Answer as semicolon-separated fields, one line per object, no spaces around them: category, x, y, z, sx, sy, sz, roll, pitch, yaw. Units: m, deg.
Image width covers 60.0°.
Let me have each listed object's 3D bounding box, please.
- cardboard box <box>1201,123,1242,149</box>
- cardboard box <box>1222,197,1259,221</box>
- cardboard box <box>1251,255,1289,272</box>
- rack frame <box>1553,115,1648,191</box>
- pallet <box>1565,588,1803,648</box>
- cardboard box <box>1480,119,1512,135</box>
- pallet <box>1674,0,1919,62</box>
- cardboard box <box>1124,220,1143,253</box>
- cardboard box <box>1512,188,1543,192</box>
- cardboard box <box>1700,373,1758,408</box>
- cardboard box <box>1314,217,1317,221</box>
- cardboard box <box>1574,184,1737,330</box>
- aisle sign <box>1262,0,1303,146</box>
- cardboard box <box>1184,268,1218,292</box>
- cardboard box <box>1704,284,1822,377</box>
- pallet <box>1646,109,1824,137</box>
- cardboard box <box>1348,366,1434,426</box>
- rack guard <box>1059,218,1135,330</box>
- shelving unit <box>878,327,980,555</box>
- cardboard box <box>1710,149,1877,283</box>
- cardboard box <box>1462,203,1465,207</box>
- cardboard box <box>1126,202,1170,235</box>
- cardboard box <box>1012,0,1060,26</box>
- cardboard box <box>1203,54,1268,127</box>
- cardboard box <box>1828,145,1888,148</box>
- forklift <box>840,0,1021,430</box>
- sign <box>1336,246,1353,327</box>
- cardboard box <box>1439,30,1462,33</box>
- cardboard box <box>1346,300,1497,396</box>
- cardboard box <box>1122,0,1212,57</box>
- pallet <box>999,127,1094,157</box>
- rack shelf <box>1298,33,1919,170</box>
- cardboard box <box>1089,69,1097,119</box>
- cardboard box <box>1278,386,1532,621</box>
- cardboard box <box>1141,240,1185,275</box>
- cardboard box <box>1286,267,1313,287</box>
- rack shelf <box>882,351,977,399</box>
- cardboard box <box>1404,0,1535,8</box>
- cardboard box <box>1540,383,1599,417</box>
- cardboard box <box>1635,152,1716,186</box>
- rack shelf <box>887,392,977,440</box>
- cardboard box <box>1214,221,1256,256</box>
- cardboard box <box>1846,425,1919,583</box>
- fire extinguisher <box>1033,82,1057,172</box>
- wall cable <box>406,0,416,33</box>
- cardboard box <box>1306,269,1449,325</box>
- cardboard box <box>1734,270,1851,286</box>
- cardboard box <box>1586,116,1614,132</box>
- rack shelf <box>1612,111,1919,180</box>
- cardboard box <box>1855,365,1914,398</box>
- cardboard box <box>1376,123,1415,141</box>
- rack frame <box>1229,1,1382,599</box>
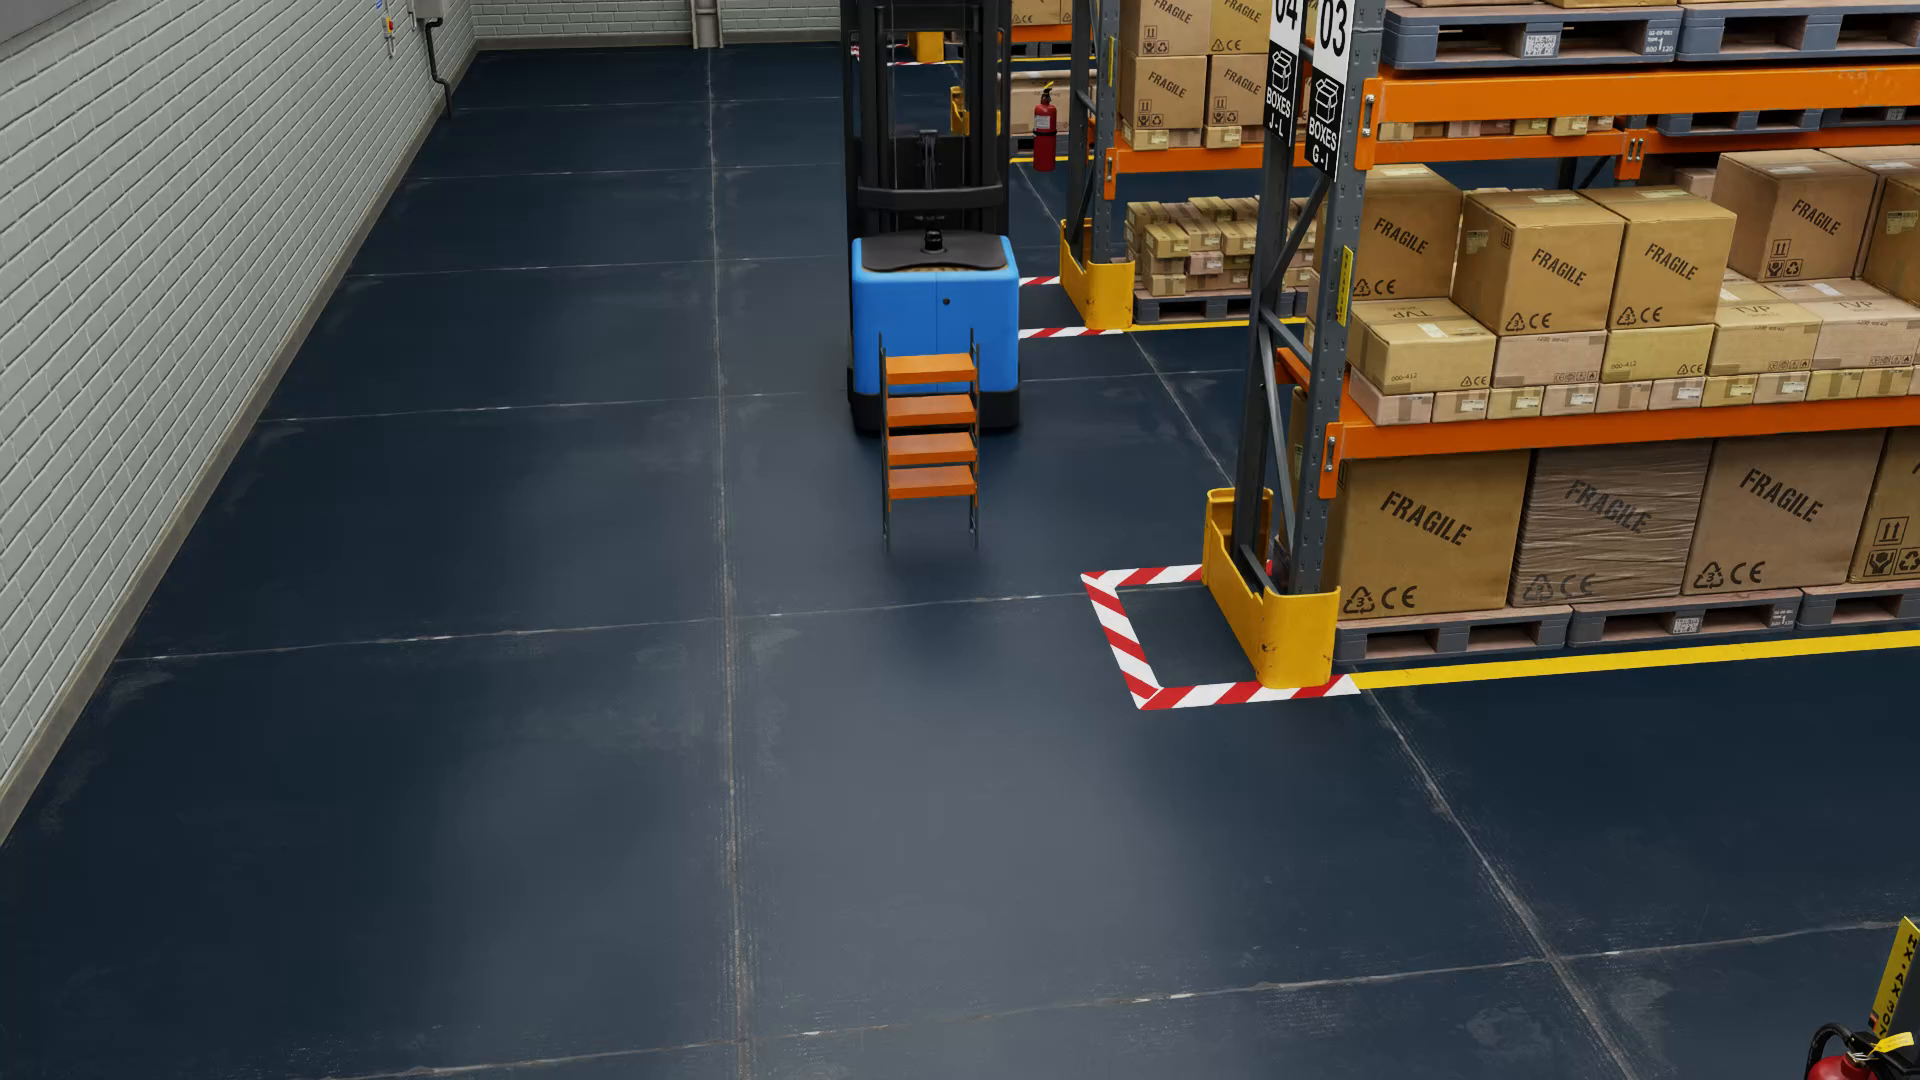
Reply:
cardboard box;1.845;-2.937;11.963;0.250;0.149;0.380;-4;27;-9
cardboard box;2.208;-2.532;12.909;0.250;0.149;0.380;-5;28;-9
cardboard box;2.291;-2.131;12.455;0.250;0.149;0.380;-3;27;-6
rack frame;4.919;-3.403;12.596;0.127;3.000;1.000;-4;27;-7
pallet;3.535;0.179;8.671;1.213;0.211;1.003;-4;27;-7
cardboard box;3.891;-3.126;12.332;0.250;0.149;0.380;-4;27;-9
pallet;3.493;-2.326;7.309;1.213;0.211;1.003;-4;27;-7
cardboard box;1.441;-2.362;12.904;0.250;0.149;0.380;-4;27;-8
cardboard box;4.549;-2.658;13.155;0.250;0.149;0.380;-3;27;-5
cardboard box;3.470;-0.760;7.720;0.250;0.149;0.380;-4;27;-8
cardboard box;2.825;-2.304;12.466;0.250;0.149;0.380;-3;27;-6
cardboard box;3.069;-1.275;7.466;0.500;0.500;0.500;-4;27;-9
aisle sign;1.436;-2.187;7.380;0.004;0.787;0.394;-4;27;-7
cardboard box;1.769;-2.009;12.543;0.250;0.149;0.380;-4;27;-7
cardboard box;3.590;-0.976;7.705;0.500;0.250;0.500;-4;27;-8
pallet;5.696;-3.300;12.607;1.213;0.211;1.003;-4;27;-7
cardboard box;1.947;-0.661;7.529;0.250;0.149;0.380;-3;27;-7
rack guard;1.033;-2.041;12.680;0.348;0.500;1.175;-4;27;-7
shelving unit;-0.164;-0.523;8.956;0.503;1.200;0.258;-4;27;-7
cardboard box;3.997;-1.576;8.052;0.500;0.500;0.500;-5;28;-9
cardboard box;3.769;-2.602;13.046;0.250;0.149;0.380;-4;27;-8
cardboard box;1.447;-2.480;12.808;0.250;0.149;0.380;-3;27;-7
cardboard box;0.684;-5.325;16.233;0.500;0.500;0.500;-4;27;-8
cardboard box;1.968;-3.274;11.911;0.500;0.500;0.500;-4;27;-7
cardboard box;7.170;-3.073;13.410;0.500;0.250;0.500;-3;27;-7
forklift;-0.231;-2.630;11.165;1.130;2.935;3.031;-2;27;-3
sign;1.620;-1.069;7.012;0.005;0.325;0.100;-4;27;-7
cardboard box;3.471;-3.811;11.861;0.500;0.500;0.500;-3;27;-6
cardboard box;2.062;-0.874;7.506;0.500;0.250;0.500;-4;27;-8
cardboard box;1.440;-3.679;11.603;0.500;0.500;0.500;-4;27;-7
pallet;0.949;-4.225;17.254;1.213;0.211;1.003;-4;27;-7
rack shelf;3.530;-2.042;7.445;4.000;0.370;1.077;-4;27;-7
cardboard box;1.713;-4.576;17.229;0.875;0.438;0.875;-3;27;-6
cardboard box;2.172;-0.218;8.257;0.875;0.875;0.875;-4;27;-7
cardboard box;1.513;-2.117;12.426;0.250;0.149;0.380;-3;27;-5
cardboard box;2.522;-2.054;12.630;0.250;0.149;0.380;-4;27;-7
rack shelf;-0.164;-0.873;8.776;0.480;0.148;0.258;-4;27;-7
cardboard box;2.057;-2.567;7.003;0.500;0.500;0.700;-5;28;-10
cardboard box;2.712;-0.712;7.627;0.250;0.149;0.380;-4;27;-8
cardboard box;5.621;-2.973;13.215;0.500;0.250;0.500;-4;27;-8
rack shelf;-0.164;-0.662;8.884;0.480;0.148;0.258;-4;27;-7
cardboard box;2.048;-2.241;12.344;0.250;0.149;0.380;-4;27;-7
cardboard box;4.845;-0.390;8.592;0.875;0.875;0.875;-4;27;-7
fire extinguisher;0.644;-3.141;12.579;0.183;0.674;0.296;-4;27;-7
wall cable;-5.621;-6.103;16.746;0.122;1.984;0.588;-4;27;-7
cardboard box;1.992;-1.116;7.978;0.500;0.250;0.500;-4;27;-8
cardboard box;4.003;-1.243;8.226;0.500;0.250;0.500;-3;27;-6
cardboard box;4.669;-3.167;12.412;0.250;0.149;0.380;-4;27;-8
rack shelf;6.900;-3.210;13.008;4.000;0.370;1.077;-4;27;-7
cardboard box;4.235;-0.809;7.817;0.250;0.149;0.380;-3;27;-6
cardboard box;3.131;-3.035;12.155;0.250;0.149;0.380;-3;27;-6
rack frame;1.549;-0.900;7.718;0.127;3.000;1.000;-4;27;-7
